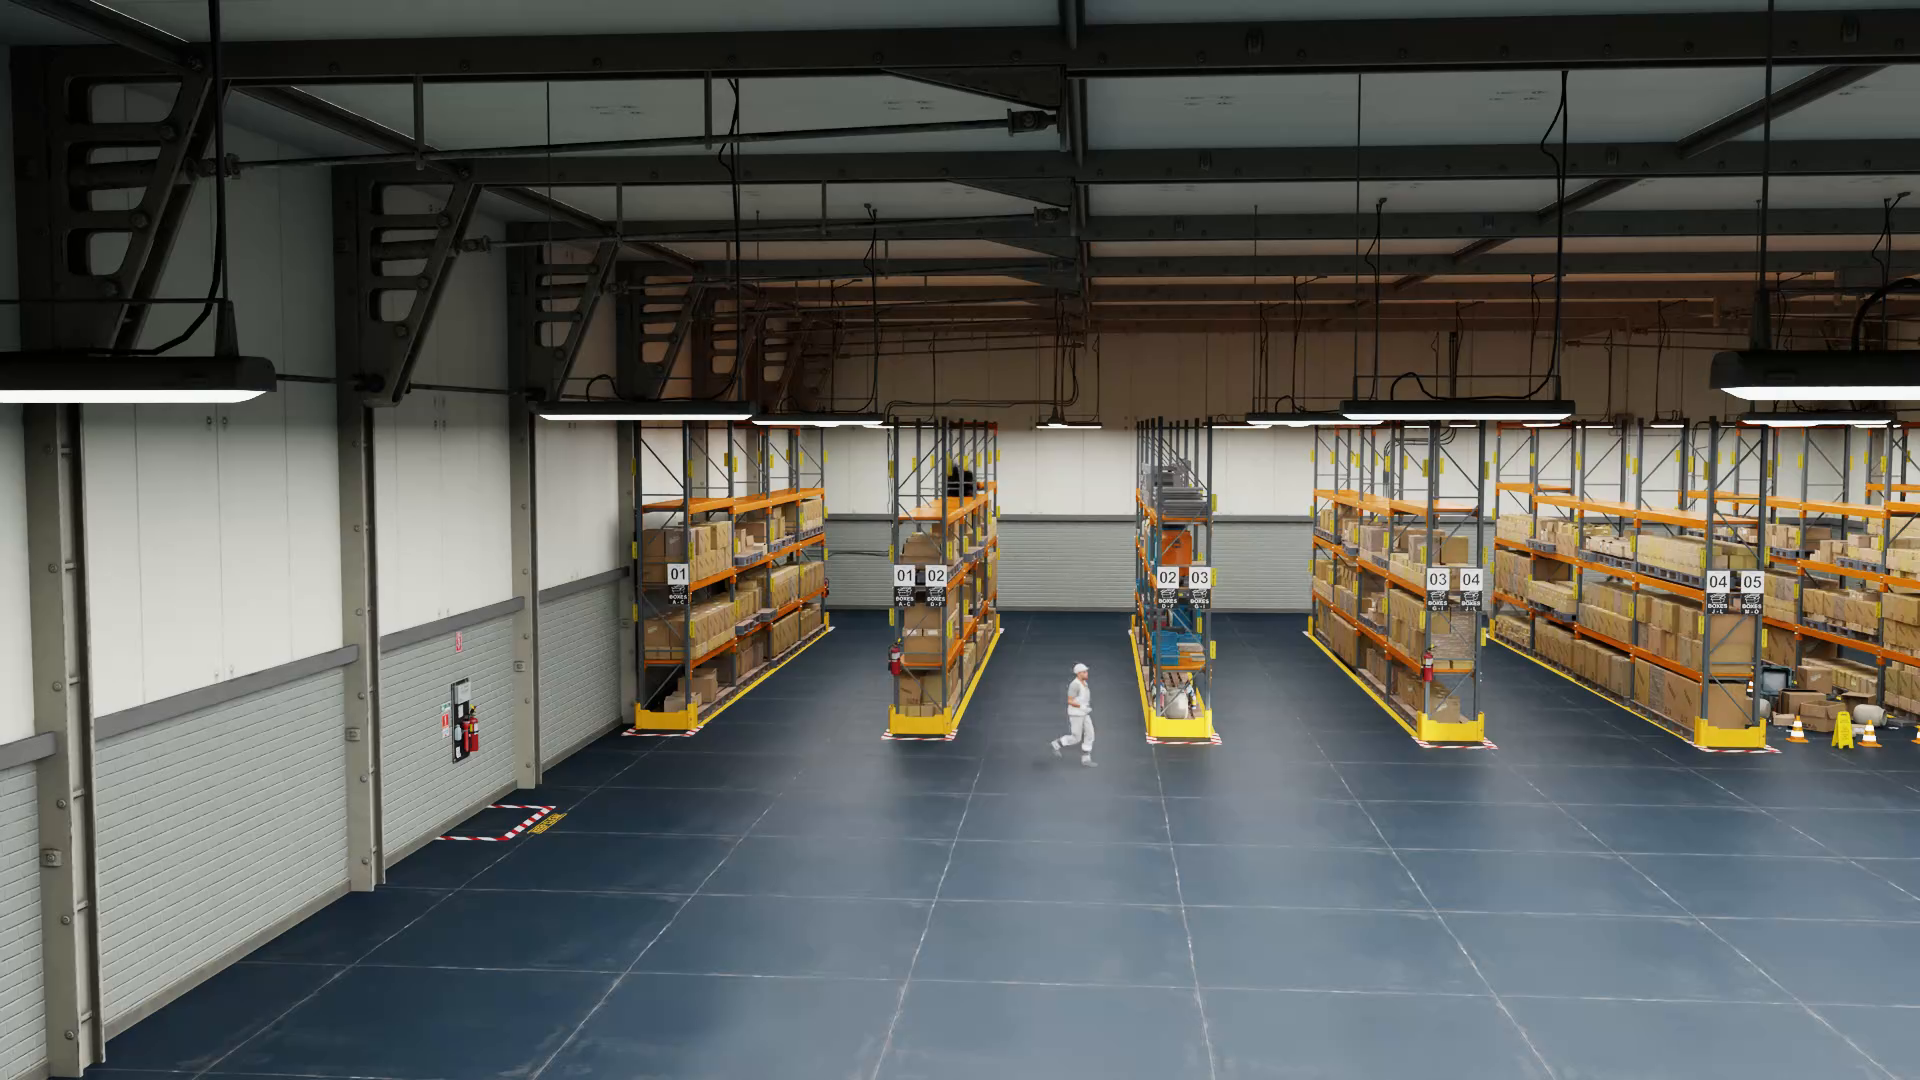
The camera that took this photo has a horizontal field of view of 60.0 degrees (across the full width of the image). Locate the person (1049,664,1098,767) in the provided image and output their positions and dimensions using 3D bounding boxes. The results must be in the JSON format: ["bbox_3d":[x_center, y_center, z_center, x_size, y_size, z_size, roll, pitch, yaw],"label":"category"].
[{"bbox_3d":[1.965,2.984,28.464,0.873,1.758,0.643,2,4,27],"label":"person"}]

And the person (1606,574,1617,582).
[{"bbox_3d":[18.531,1.750,47.300,0.963,1.772,0.668,0,4,-2],"label":"person"}]

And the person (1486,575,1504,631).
[{"bbox_3d":[15.339,1.791,47.536,0.685,1.654,0.832,0,4,4],"label":"person"}]
